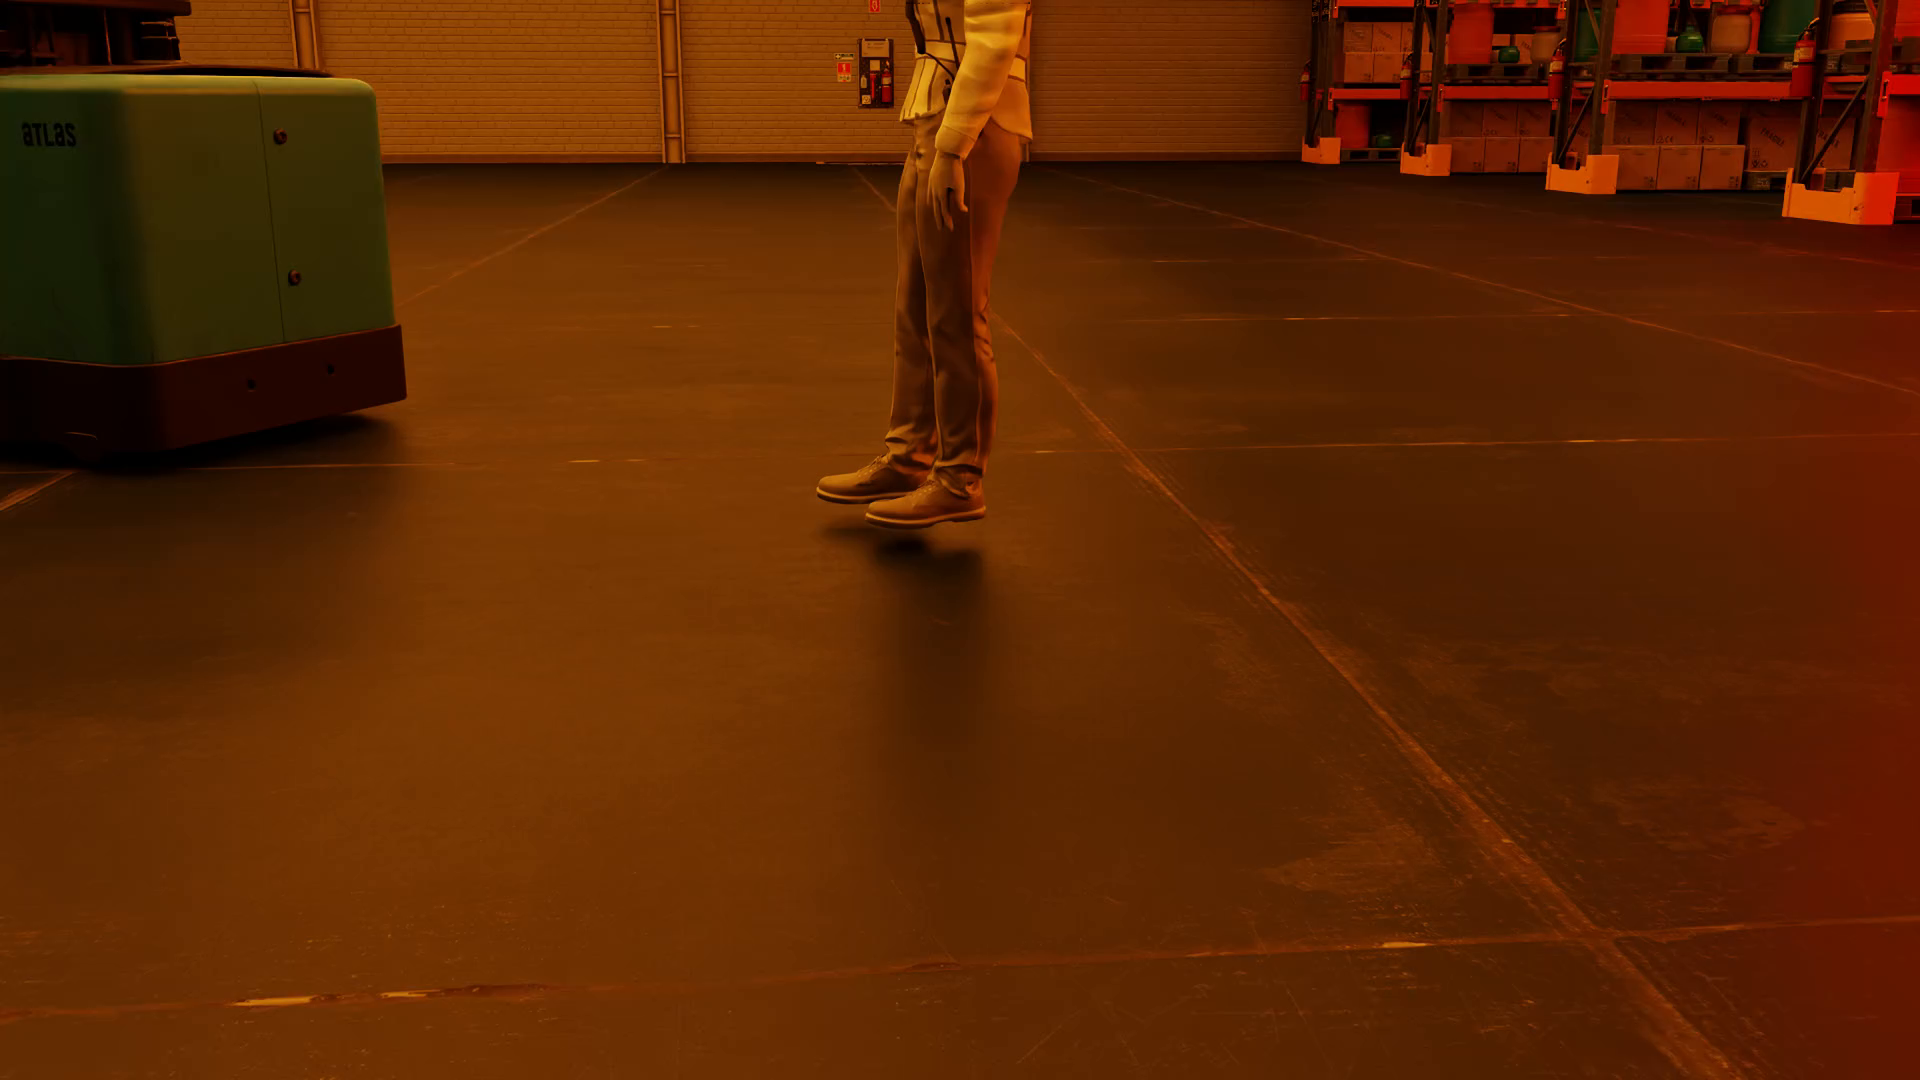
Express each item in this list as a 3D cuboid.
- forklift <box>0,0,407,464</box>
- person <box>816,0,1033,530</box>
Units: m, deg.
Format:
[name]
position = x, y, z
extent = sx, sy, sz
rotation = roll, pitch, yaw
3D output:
[forklift]
position = -3.354, -1.865, 5.265
extent = 3.031, 2.935, 1.130
rotation = 7, 16, 25
[person]
position = -0.067, -0.866, 3.708
extent = 0.534, 1.696, 0.587
rotation = -1, 15, -5
